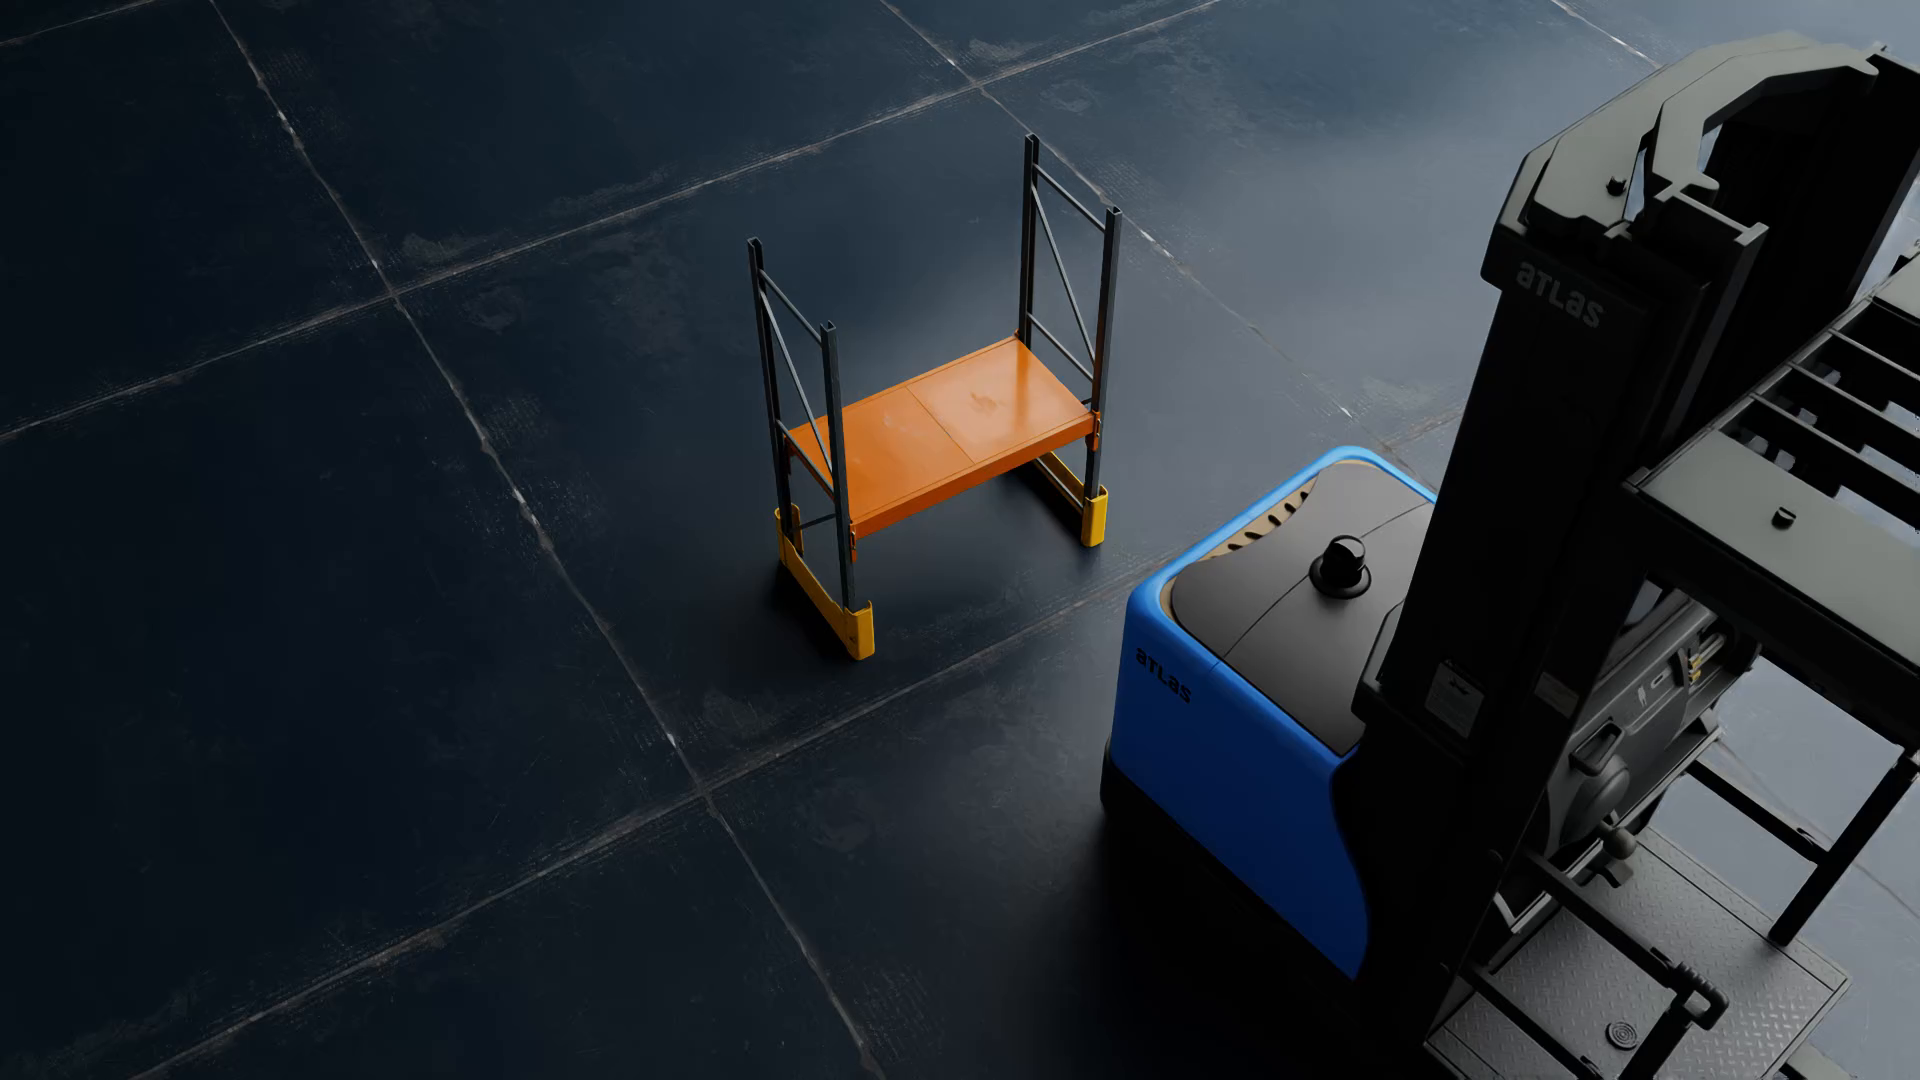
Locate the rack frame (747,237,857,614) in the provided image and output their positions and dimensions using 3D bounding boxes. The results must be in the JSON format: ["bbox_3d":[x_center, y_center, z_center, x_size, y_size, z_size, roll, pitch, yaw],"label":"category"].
[{"bbox_3d":[-0.502,-0.262,5.479,0.032,1.500,0.500,-25,53,-21],"label":"rack frame"}]

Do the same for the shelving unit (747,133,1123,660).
[{"bbox_3d":[-0.064,-0.468,5.663,1.083,1.500,0.587,-25,53,-21],"label":"shelving unit"}]

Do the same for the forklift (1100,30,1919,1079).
[{"bbox_3d":[1.800,0.491,3.850,1.130,2.935,3.031,-33,56,-26],"label":"forklift"}]

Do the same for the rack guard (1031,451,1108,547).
[{"bbox_3d":[0.357,-0.251,6.306,0.087,0.250,0.587,-25,53,-21],"label":"rack guard"}]

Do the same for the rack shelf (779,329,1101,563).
[{"bbox_3d":[-0.072,-0.345,5.794,1.000,0.185,0.538,-25,53,-21],"label":"rack shelf"}]

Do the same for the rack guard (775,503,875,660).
[{"bbox_3d":[-0.486,0.146,5.953,0.087,0.250,0.587,-25,53,-21],"label":"rack guard"}]

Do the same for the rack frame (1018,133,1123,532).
[{"bbox_3d":[0.358,-0.667,5.840,0.032,1.500,0.500,-25,53,-21],"label":"rack frame"}]
